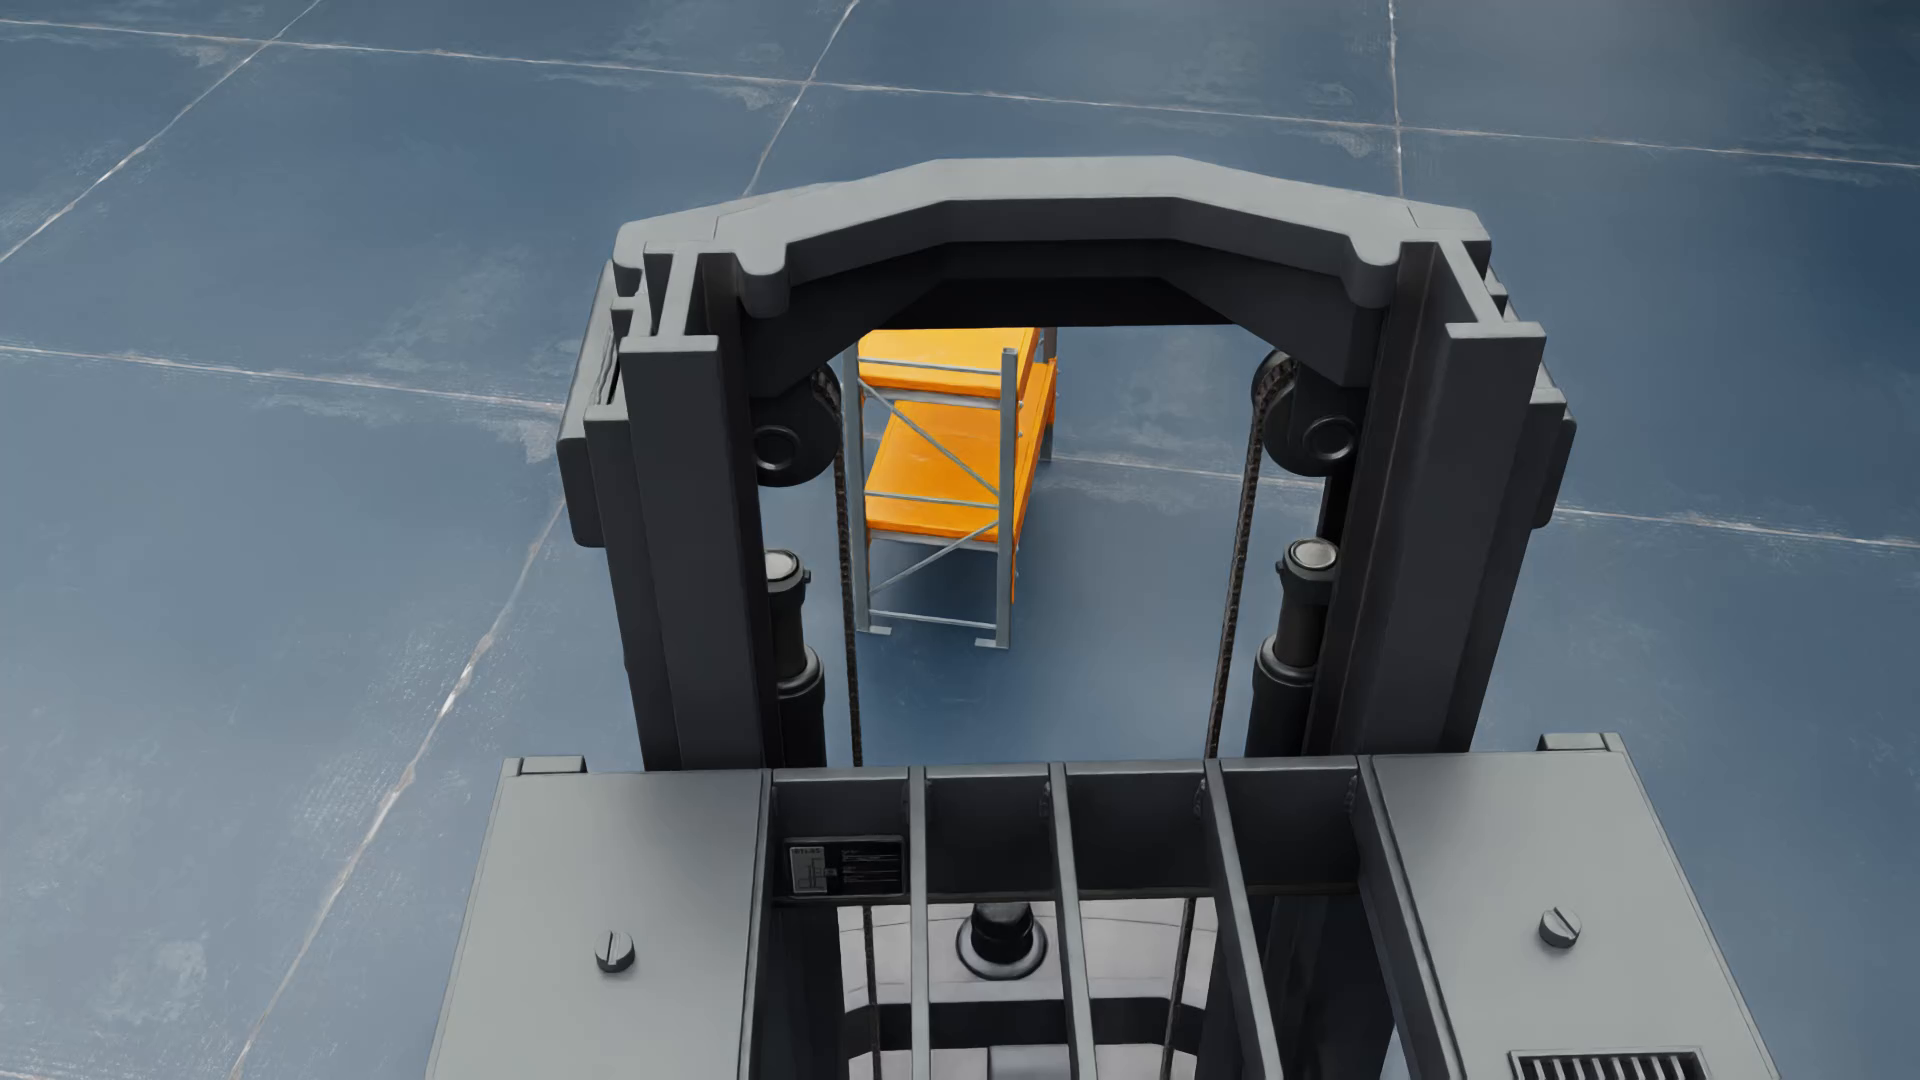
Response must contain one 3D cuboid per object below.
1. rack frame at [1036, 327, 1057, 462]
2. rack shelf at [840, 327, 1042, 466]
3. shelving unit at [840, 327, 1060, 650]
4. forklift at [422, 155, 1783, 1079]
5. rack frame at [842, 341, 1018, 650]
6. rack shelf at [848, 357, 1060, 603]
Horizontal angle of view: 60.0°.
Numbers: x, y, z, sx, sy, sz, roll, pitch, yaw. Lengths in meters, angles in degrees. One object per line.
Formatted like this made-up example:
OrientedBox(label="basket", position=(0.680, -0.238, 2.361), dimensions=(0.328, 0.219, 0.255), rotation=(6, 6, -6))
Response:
OrientedBox(label="rack frame", position=(0.089, -0.757, 5.783), dimensions=(0.500, 1.125, 0.032), rotation=(6, 40, 8))
OrientedBox(label="rack shelf", position=(0.001, -0.663, 5.210), dimensions=(0.538, 0.278, 1.000), rotation=(6, 40, 8))
OrientedBox(label="shelving unit", position=(0.001, -0.438, 5.397), dimensions=(0.538, 1.125, 1.048), rotation=(6, 40, 8))
OrientedBox(label="forklift", position=(0.112, 1.183, 2.019), dimensions=(1.130, 2.935, 3.031), rotation=(-1, 40, -1))
OrientedBox(label="rack frame", position=(-0.087, -0.119, 5.011), dimensions=(0.500, 1.125, 0.032), rotation=(6, 40, 8))
OrientedBox(label="rack shelf", position=(0.001, -0.249, 5.553), dimensions=(0.538, 0.278, 1.000), rotation=(6, 40, 8))
